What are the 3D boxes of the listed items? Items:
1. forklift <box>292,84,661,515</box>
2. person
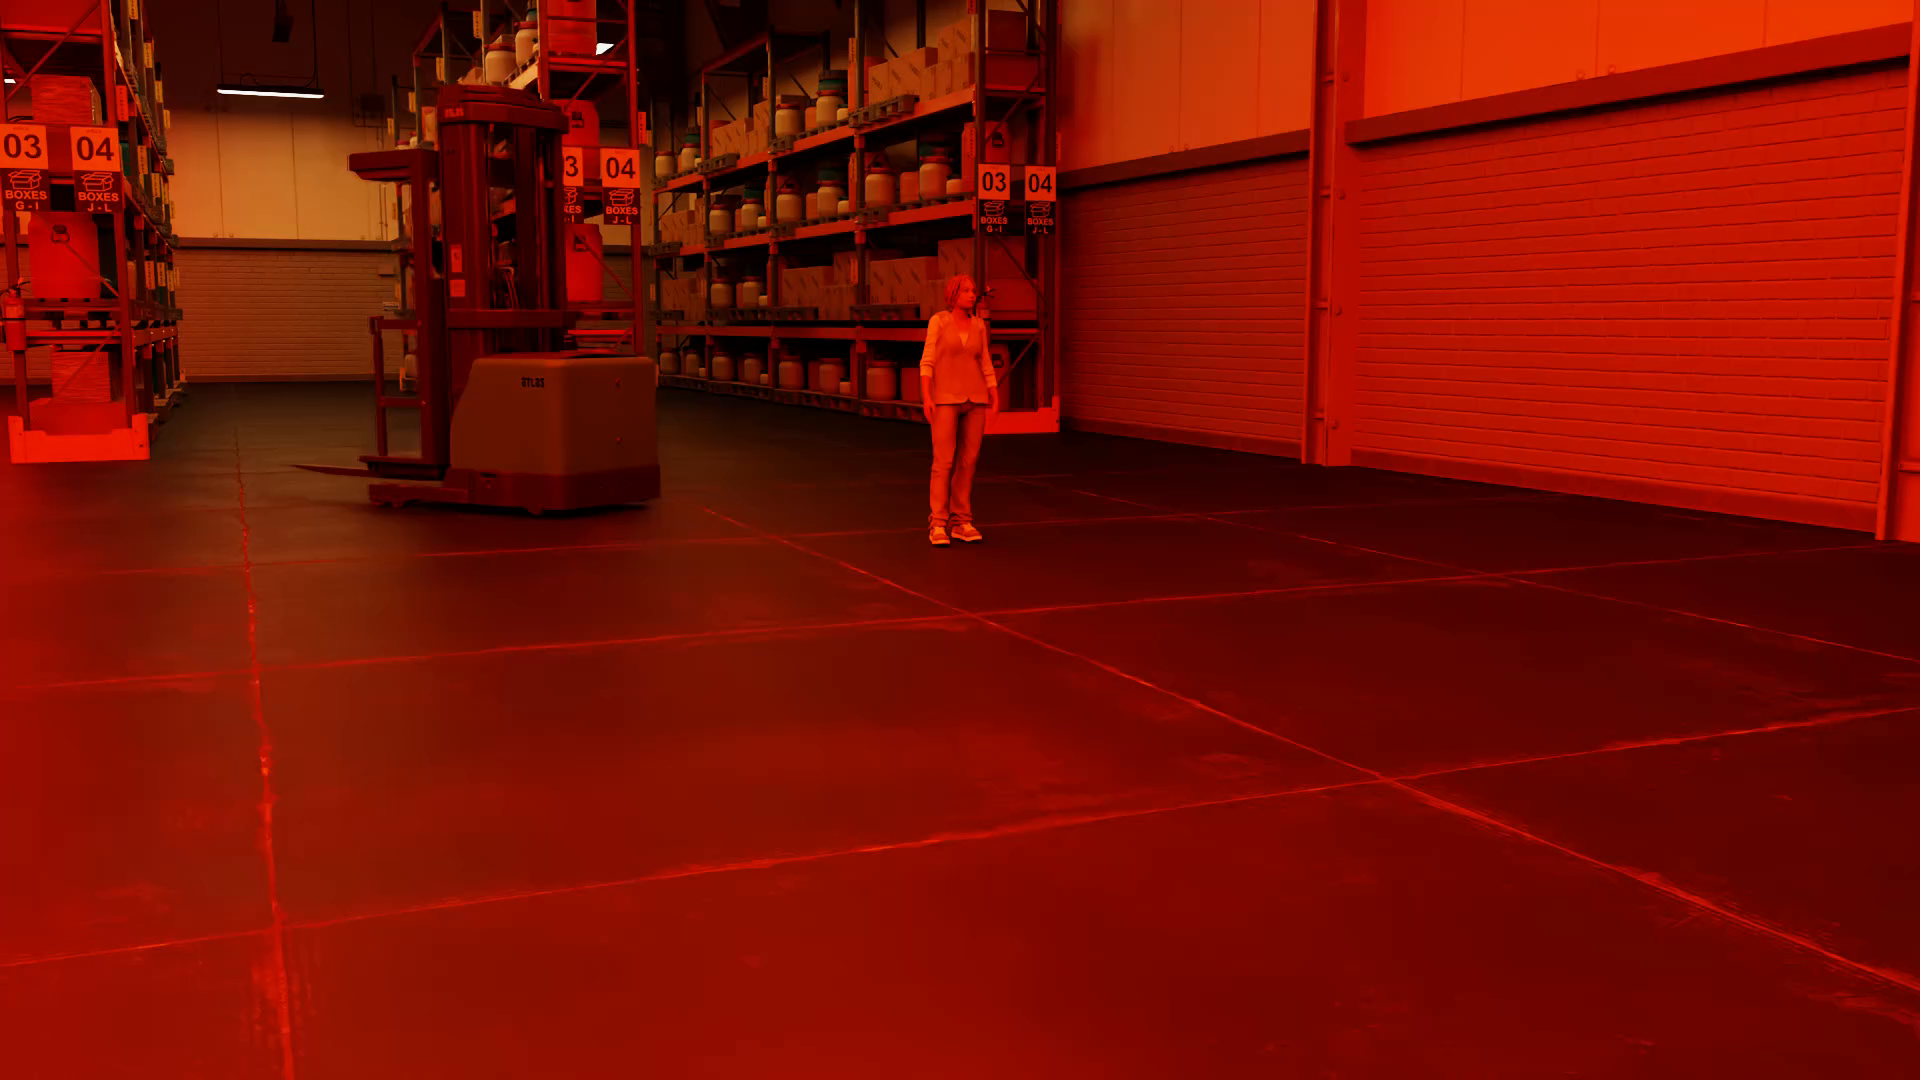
[{"bbox_3d":[-3.673,-1.738,12.122,3.031,2.935,1.130,5,9,31],"label":"forklift"},{"bbox_3d":[0.017,-0.790,9.975,0.520,1.599,0.473,-3,8,-23],"label":"person"}]
